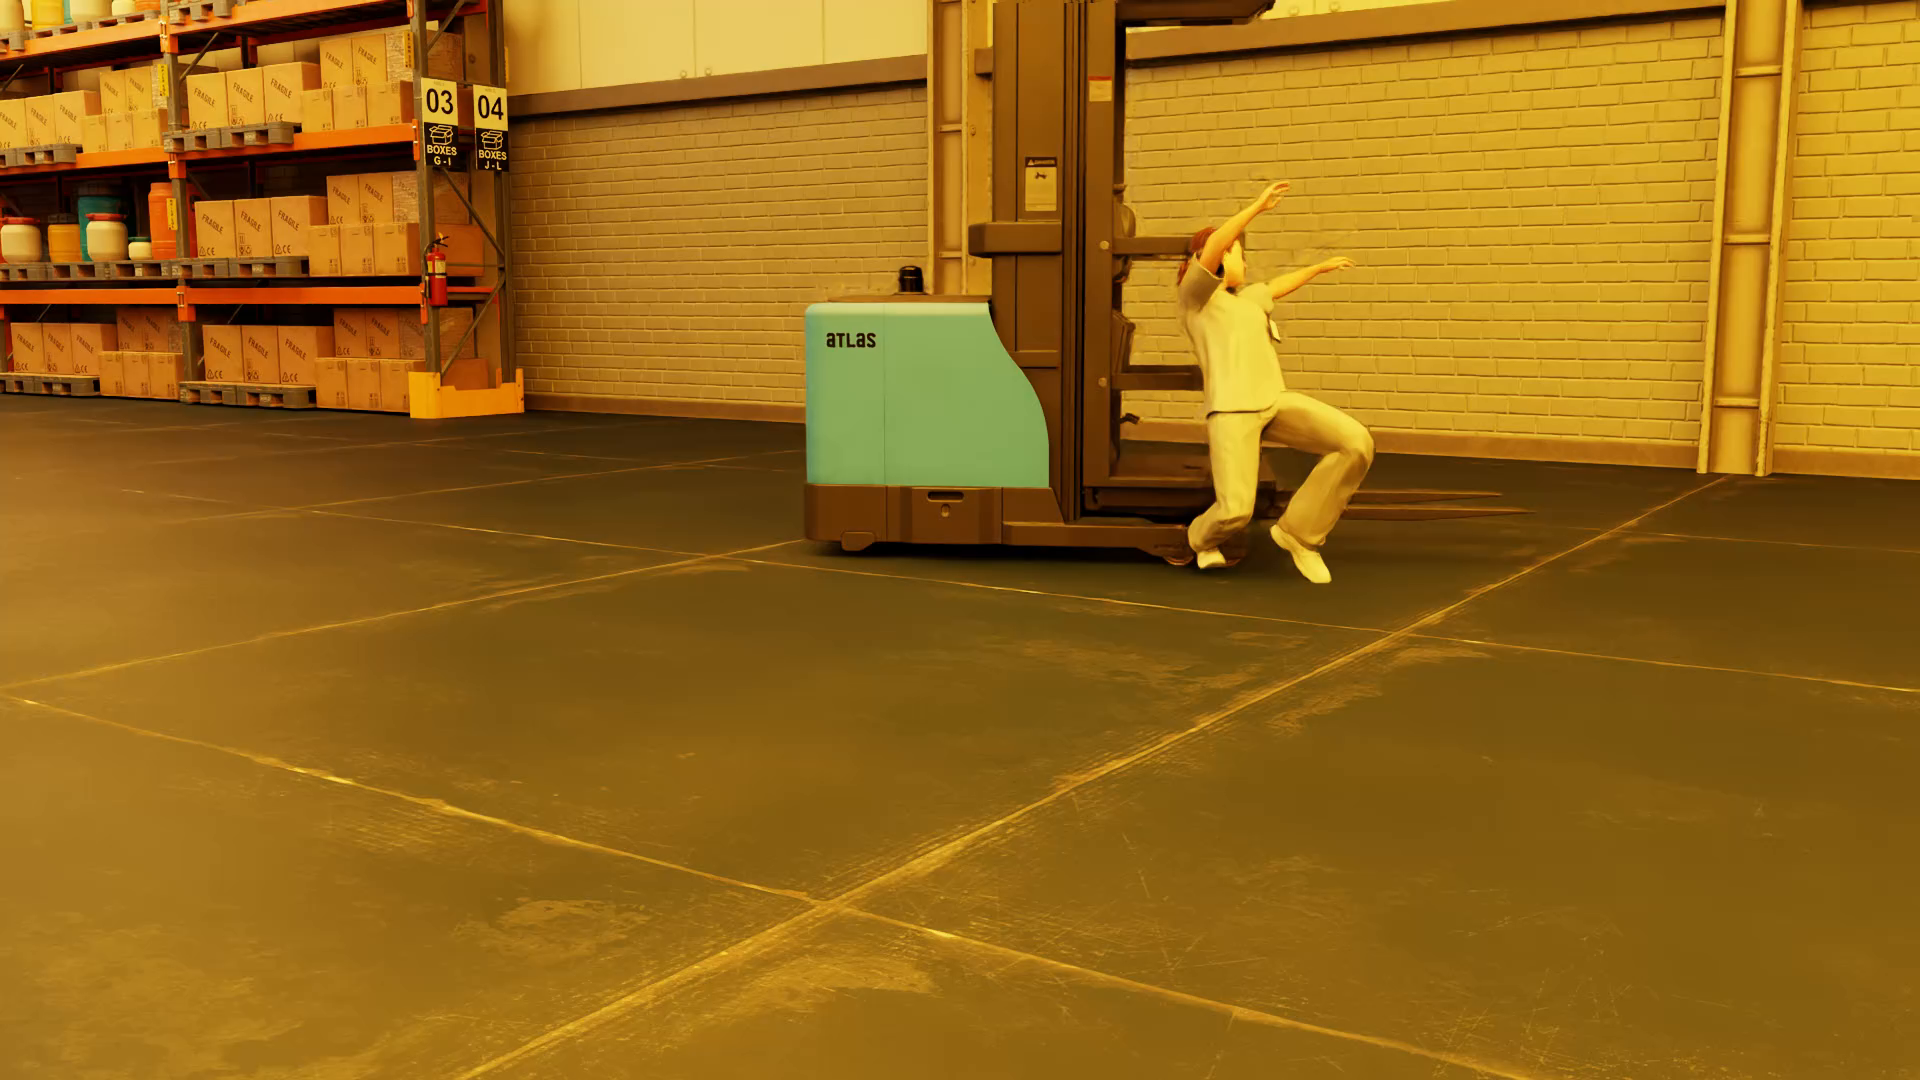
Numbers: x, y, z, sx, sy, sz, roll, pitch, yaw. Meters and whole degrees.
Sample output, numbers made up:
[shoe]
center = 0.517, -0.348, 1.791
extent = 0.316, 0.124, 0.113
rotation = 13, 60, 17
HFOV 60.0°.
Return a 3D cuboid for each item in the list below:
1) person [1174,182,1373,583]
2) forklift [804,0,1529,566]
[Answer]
[person]
center = 1.345, -0.613, 6.531
extent = 0.984, 1.535, 0.805
rotation = -5, 10, -32
[forklift]
center = 0.887, -1.423, 7.197
extent = 3.031, 2.935, 1.130
rotation = 1, 8, 8
